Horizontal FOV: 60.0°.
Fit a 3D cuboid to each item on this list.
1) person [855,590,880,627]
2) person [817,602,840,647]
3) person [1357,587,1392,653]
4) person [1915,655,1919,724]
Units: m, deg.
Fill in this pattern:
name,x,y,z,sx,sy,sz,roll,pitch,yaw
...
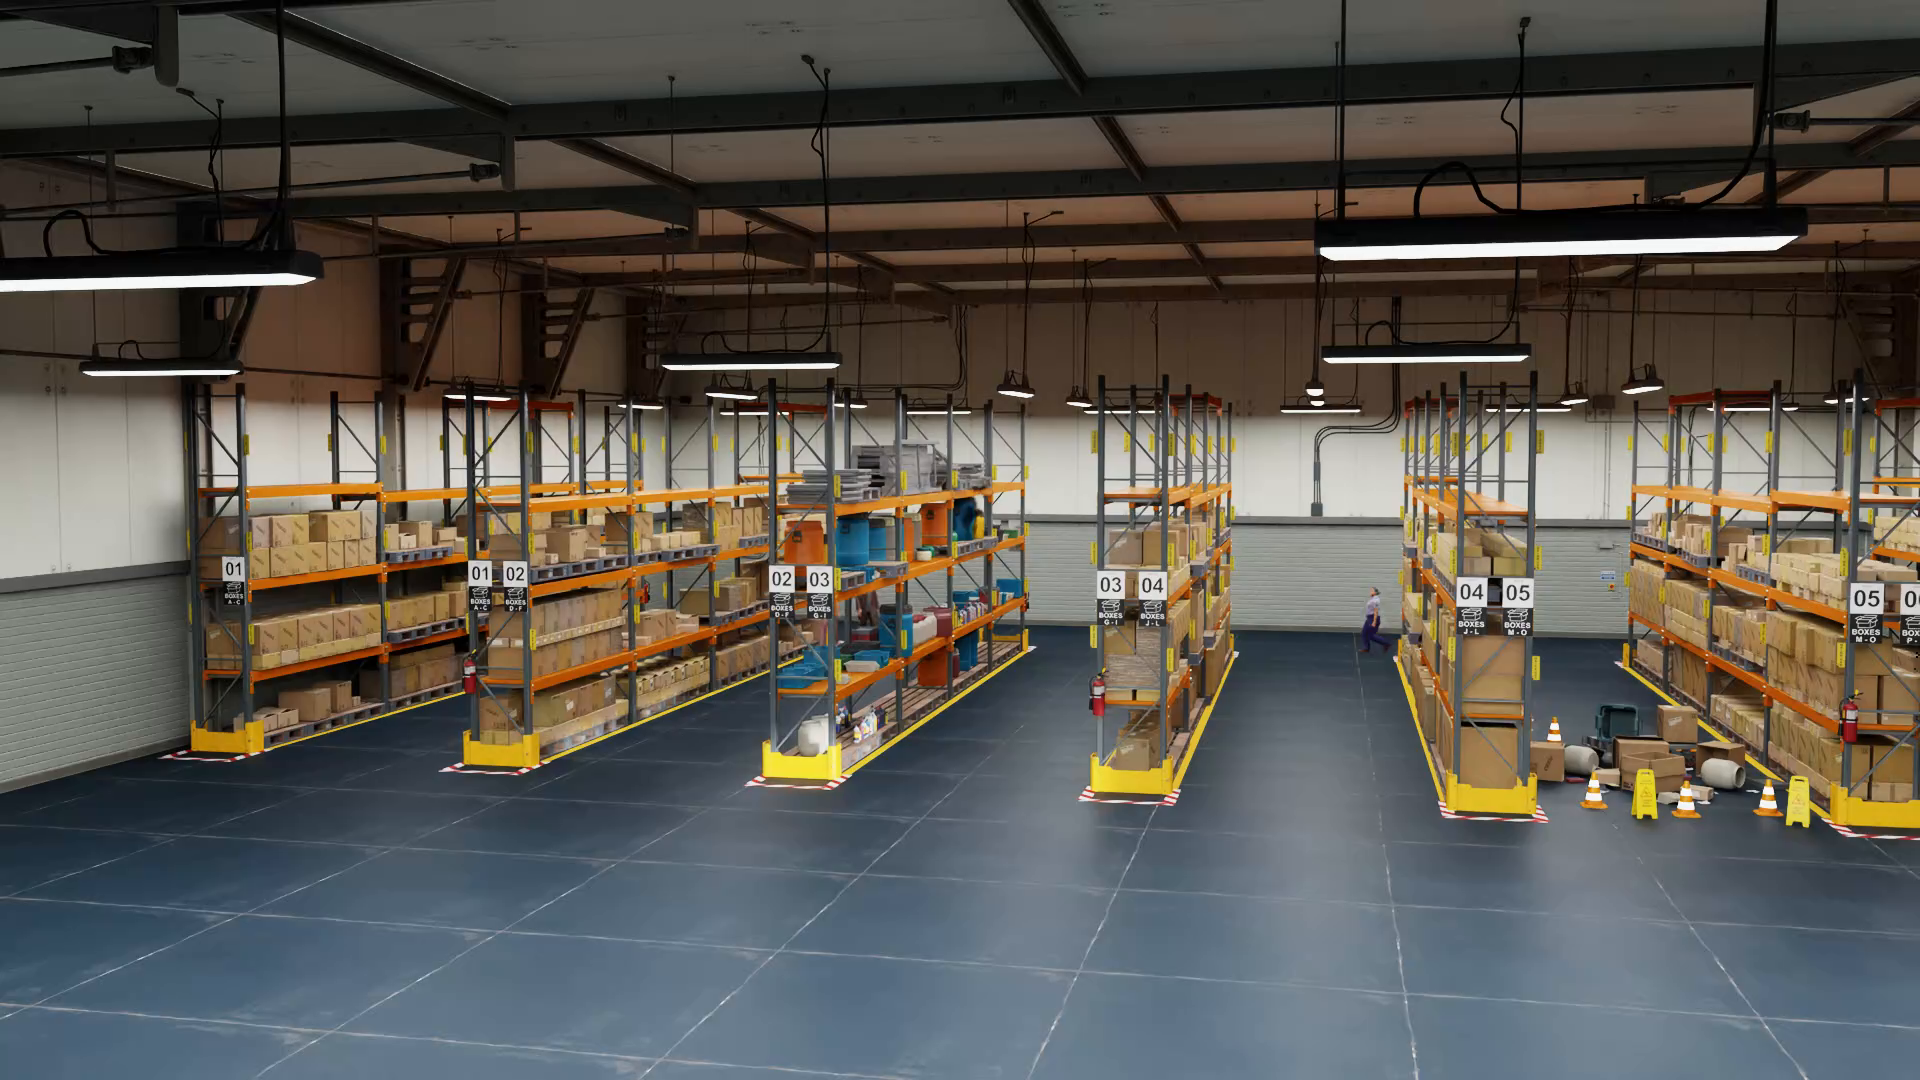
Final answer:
name,x,y,z,sx,sy,sz,roll,pitch,yaw
person,-2.302,1.748,41.701,0.668,1.723,1.104,-1,3,-15
person,-3.009,1.728,38.138,0.582,1.601,1.023,1,3,11
person,9.908,1.916,39.782,0.774,1.599,0.624,1,3,13
person,15.219,2.623,26.157,0.729,1.799,0.611,1,3,15
